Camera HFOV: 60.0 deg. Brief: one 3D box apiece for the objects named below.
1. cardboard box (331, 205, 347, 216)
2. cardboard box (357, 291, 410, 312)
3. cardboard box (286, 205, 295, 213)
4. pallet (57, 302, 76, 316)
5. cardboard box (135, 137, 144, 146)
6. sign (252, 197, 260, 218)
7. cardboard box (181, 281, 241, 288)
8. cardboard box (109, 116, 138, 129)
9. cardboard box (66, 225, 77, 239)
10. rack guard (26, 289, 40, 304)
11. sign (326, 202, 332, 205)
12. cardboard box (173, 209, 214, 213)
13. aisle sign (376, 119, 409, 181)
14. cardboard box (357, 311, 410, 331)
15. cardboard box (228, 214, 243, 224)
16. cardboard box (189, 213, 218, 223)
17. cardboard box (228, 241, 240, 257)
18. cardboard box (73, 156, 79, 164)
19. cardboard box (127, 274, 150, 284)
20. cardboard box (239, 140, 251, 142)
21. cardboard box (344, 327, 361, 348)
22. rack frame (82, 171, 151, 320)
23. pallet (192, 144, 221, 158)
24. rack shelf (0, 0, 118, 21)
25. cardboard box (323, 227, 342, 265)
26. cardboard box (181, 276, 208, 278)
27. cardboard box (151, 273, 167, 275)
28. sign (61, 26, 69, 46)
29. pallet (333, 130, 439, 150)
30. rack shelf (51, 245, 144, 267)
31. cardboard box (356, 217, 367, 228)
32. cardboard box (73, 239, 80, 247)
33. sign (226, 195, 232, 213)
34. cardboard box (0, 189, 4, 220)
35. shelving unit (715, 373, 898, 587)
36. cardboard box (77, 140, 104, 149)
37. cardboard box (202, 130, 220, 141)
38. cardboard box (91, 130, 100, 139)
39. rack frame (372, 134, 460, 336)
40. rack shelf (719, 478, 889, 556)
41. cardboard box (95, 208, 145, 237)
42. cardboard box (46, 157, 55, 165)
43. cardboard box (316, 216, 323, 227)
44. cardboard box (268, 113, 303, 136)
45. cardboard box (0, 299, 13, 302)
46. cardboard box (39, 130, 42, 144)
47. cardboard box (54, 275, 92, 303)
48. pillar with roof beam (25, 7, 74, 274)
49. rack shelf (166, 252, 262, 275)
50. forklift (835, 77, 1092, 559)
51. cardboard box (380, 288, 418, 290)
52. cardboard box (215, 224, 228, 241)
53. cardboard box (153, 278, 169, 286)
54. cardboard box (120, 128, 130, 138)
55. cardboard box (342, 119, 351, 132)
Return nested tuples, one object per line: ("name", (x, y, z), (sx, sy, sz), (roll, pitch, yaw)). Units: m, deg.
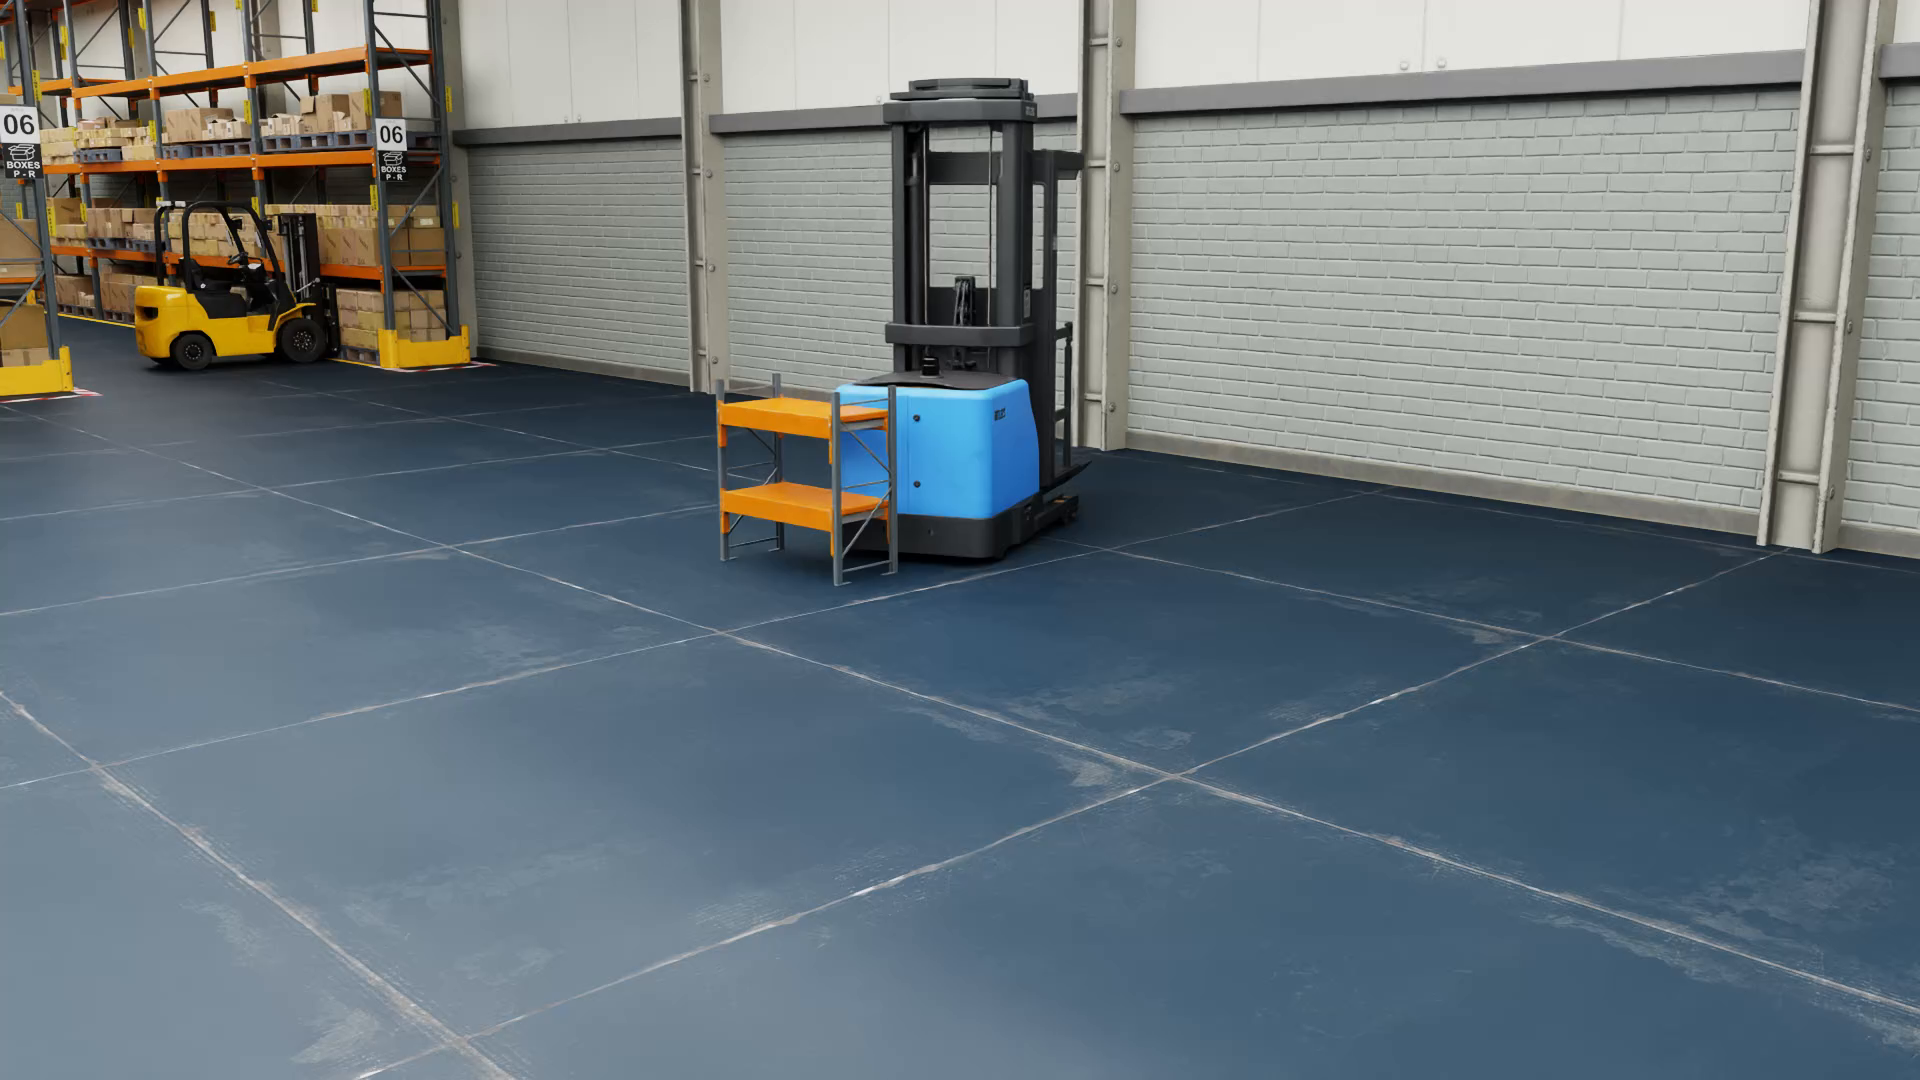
("cardboard box", (-8.368, -4.503, 22.742), (0.380, 0.149, 0.250), (-10, 16, -41))
("cardboard box", (-7.741, -3.205, 22.329), (0.500, 0.250, 0.500), (-10, 15, -41))
("cardboard box", (-9.422, -4.727, 23.831), (0.380, 0.149, 0.250), (-10, 16, -41))
("pallet", (-16.804, -4.496, 32.213), (1.003, 0.211, 1.213), (-11, 16, -43))
("cardboard box", (-13.672, -6.722, 28.054), (0.380, 0.149, 0.250), (-11, 16, -43))
("sign", (-10.345, -4.868, 24.431), (0.100, 0.325, 0.005), (-11, 16, -43))
("cardboard box", (-12.301, -3.950, 27.493), (0.875, 0.625, 0.625), (-10, 15, -41))
("cardboard box", (-15.017, -7.464, 29.844), (0.396, 0.266, 0.258), (-11, 16, -43))
("cardboard box", (-16.369, -5.767, 31.106), (0.500, 0.250, 0.500), (-11, 16, -42))
("rack guard", (-18.194, -4.932, 33.612), (1.175, 0.500, 0.348), (-11, 16, -43))
("sign", (-9.559, -4.957, 25.195), (0.100, 0.325, 0.005), (-11, 16, -43))
("cardboard box", (-12.964, -5.352, 28.165), (0.500, 0.500, 0.500), (-10, 15, -40))
("aisle sign", (-7.364, -5.055, 21.572), (0.394, 0.787, 0.004), (-11, 16, -43))
("cardboard box", (-7.759, -2.964, 22.398), (0.500, 0.250, 0.500), (-11, 16, -43))
("cardboard box", (-10.956, -4.900, 25.406), (0.250, 0.149, 0.380), (11, 16, 43))
("cardboard box", (-12.144, -5.170, 26.717), (0.380, 0.149, 0.250), (-11, 16, -42))
("cardboard box", (-10.848, -4.452, 25.461), (0.500, 0.250, 0.500), (-11, 16, -43))
("cardboard box", (-15.946, -6.941, 30.358), (0.380, 0.149, 0.250), (-11, 16, -43))
("cardboard box", (-14.482, -4.612, 29.408), (0.380, 0.149, 0.250), (-10, 15, -41))
("cardboard box", (-11.196, -6.309, 25.959), (0.380, 0.166, 0.250), (-11, 16, -43))
("cardboard box", (-8.087, -2.790, 22.793), (0.500, 0.250, 0.500), (-11, 16, -43))
("rack frame", (-15.484, -5.584, 30.580), (1.000, 3.000, 0.127), (-11, 16, -43))
("pallet", (-11.414, -6.127, 26.253), (1.003, 0.211, 1.213), (-10, 15, -40))
("rack shelf", (-16.865, -10.089, 31.129), (1.077, 0.370, 4.000), (-11, 16, -43))
("cardboard box", (-8.433, -4.068, 22.977), (0.500, 0.500, 0.500), (-11, 16, -44))
("cardboard box", (-13.250, -4.486, 28.800), (0.380, 0.149, 0.250), (-11, 16, -42))
("cardboard box", (-14.315, -4.716, 29.915), (0.380, 0.149, 0.250), (-10, 16, -41))
("sign", (-15.889, -8.945, 29.519), (0.100, 0.325, 0.005), (-11, 16, -43))
("pallet", (-7.667, -5.365, 22.305), (1.003, 0.211, 1.213), (-11, 16, -43))
("rack shelf", (-16.865, -5.523, 32.070), (1.077, 0.370, 4.000), (-11, 16, -43))
("cardboard box", (-7.837, -4.244, 22.221), (0.380, 0.149, 0.250), (-11, 16, -42))
("cardboard box", (-16.280, -5.542, 30.998), (0.380, 0.149, 0.250), (-10, 16, -41))
("sign", (-12.323, -5.645, 28.008), (0.100, 0.325, 0.005), (-11, 16, -43))
("cardboard box", (-11.295, -3.869, 18.793), (0.500, 0.500, 0.700), (11, 16, 44))
("shelving unit", (-0.927, -0.389, 10.011), (1.048, 1.125, 0.538), (10, 16, 41))
("cardboard box", (-15.566, -7.086, 29.770), (0.380, 0.149, 0.250), (-11, 16, -42))
("cardboard box", (-11.471, -6.248, 25.703), (0.380, 0.149, 0.250), (-11, 16, -43))
("cardboard box", (-15.018, -7.120, 29.199), (0.380, 0.149, 0.250), (-11, 16, -43))
("rack frame", (-7.197, -3.832, 22.080), (1.000, 3.000, 0.127), (-11, 16, -43))
("rack shelf", (-0.927, -0.149, 10.060), (1.000, 0.278, 0.538), (10, 16, 41))
("cardboard box", (-14.954, -5.661, 29.667), (0.700, 0.500, 0.500), (-11, 16, -42))
("cardboard box", (-17.031, -7.162, 31.429), (0.380, 0.149, 0.250), (-10, 16, -41))
("cardboard box", (-8.876, -4.471, 23.325), (0.380, 0.149, 0.250), (-11, 16, -44))
("cardboard box", (-9.561, -5.941, 23.813), (0.500, 0.311, 0.500), (-10, 16, -41))
("cardboard box", (-11.863, -2.676, 20.383), (0.500, 0.500, 0.500), (-10, 16, -41))
("cardboard box", (-17.427, -7.706, 31.842), (0.500, 0.250, 0.500), (-11, 16, -43))
("cardboard box", (-17.331, -4.916, 32.495), (0.700, 0.500, 0.500), (-10, 15, -40))
("pillar with roof beam", (-22.570, -9.025, 32.416), (9.100, 9.000, 0.548), (-11, 16, -43))
("rack shelf", (-11.341, -4.356, 26.403), (1.077, 0.370, 4.000), (-11, 16, -43))
("forklift", (0.191, -1.574, 11.288), (1.130, 2.935, 3.031), (4, 12, 19))
("cardboard box", (-7.740, -3.350, 23.034), (0.500, 0.250, 0.500), (-11, 16, -42))
("cardboard box", (-11.193, -4.773, 25.779), (0.500, 0.250, 0.500), (-10, 16, -41))
("cardboard box", (-13.457, -4.371, 28.242), (0.250, 0.149, 0.380), (11, 16, 42))
("cardboard box", (-14.069, -6.935, 28.352), (0.380, 0.149, 0.250), (-11, 16, -42))
("cardboard box", (-7.989, -5.512, 22.132), (0.250, 0.149, 0.380), (11, 16, 44))
